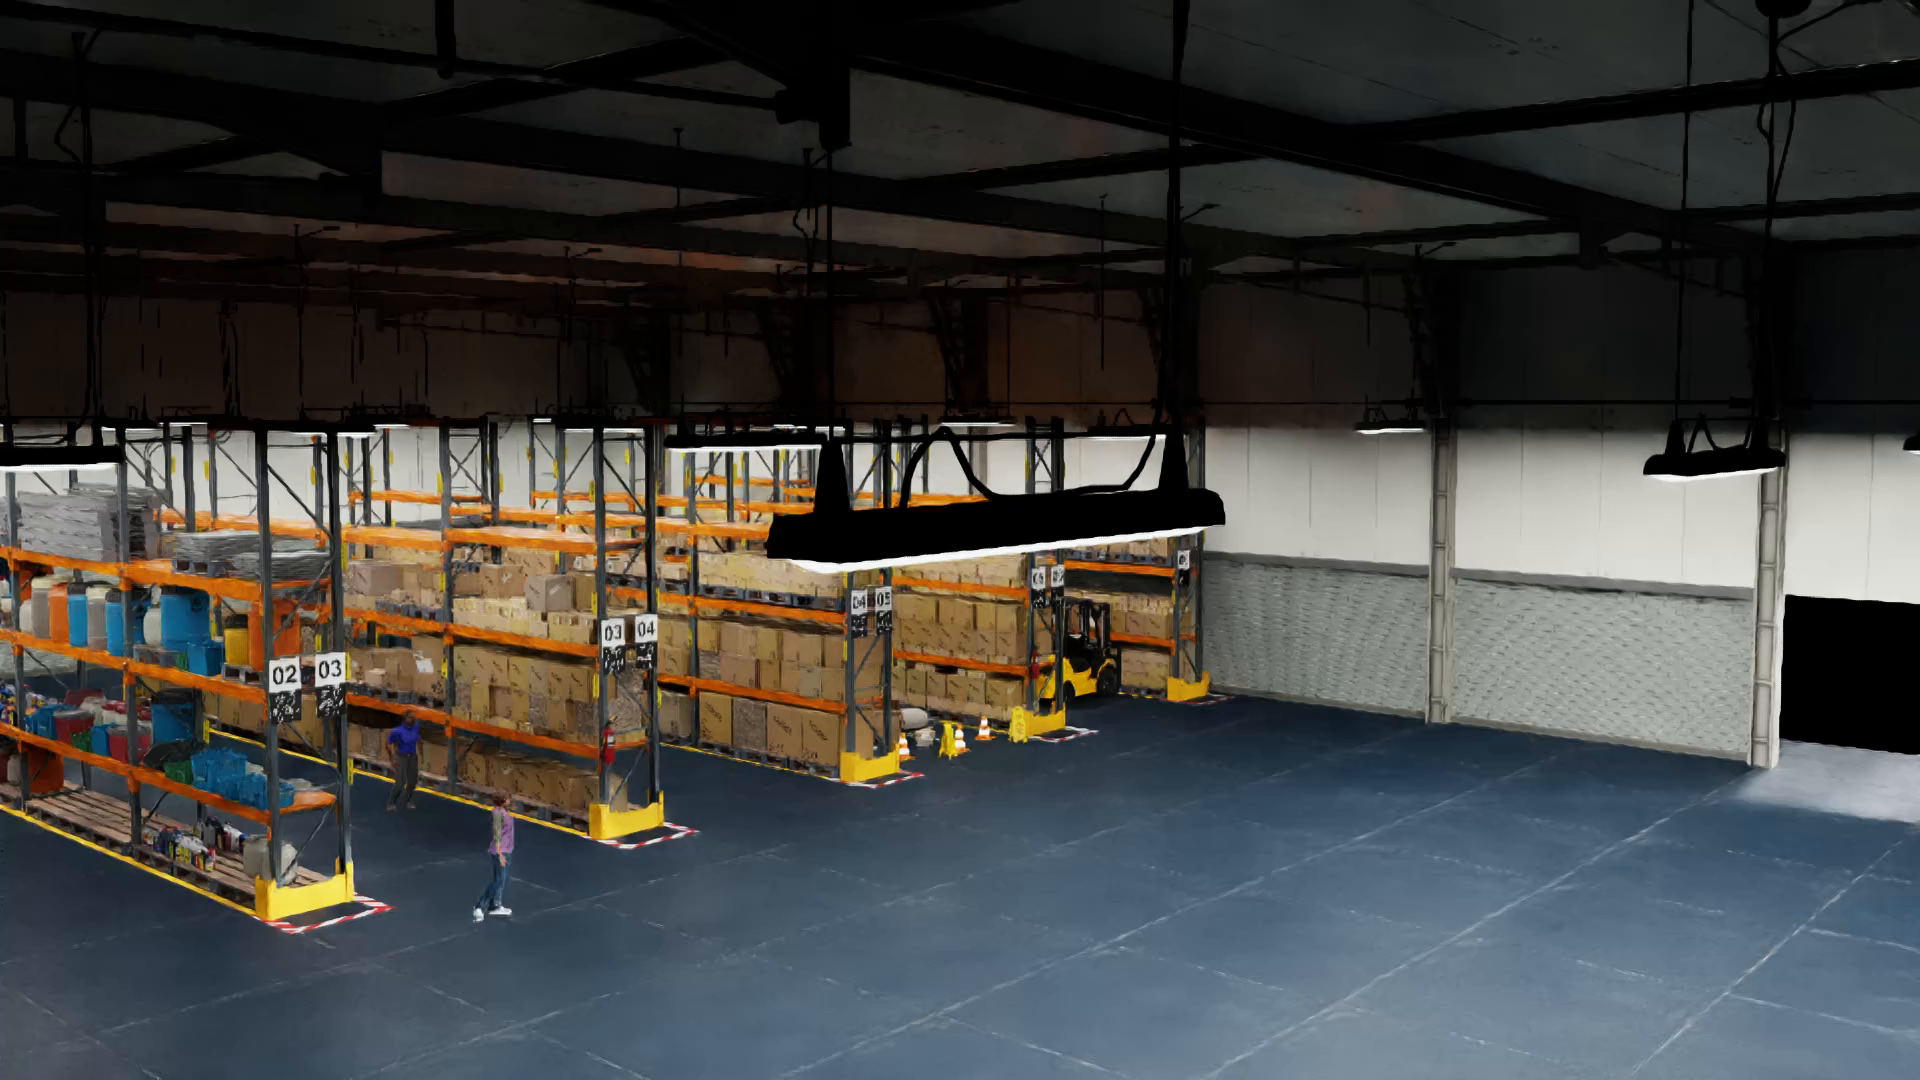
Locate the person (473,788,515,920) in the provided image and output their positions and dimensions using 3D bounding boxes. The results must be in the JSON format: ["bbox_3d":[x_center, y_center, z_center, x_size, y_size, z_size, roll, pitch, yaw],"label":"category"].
[{"bbox_3d":[-5.711,3.849,20.343,0.472,1.588,0.589,0,5,-4],"label":"person"}]

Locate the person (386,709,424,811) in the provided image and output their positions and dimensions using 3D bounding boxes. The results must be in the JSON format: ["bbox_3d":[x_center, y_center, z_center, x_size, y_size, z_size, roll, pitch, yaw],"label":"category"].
[{"bbox_3d":[-8.609,3.397,25.772,0.518,1.604,0.592,4,6,39],"label":"person"}]
